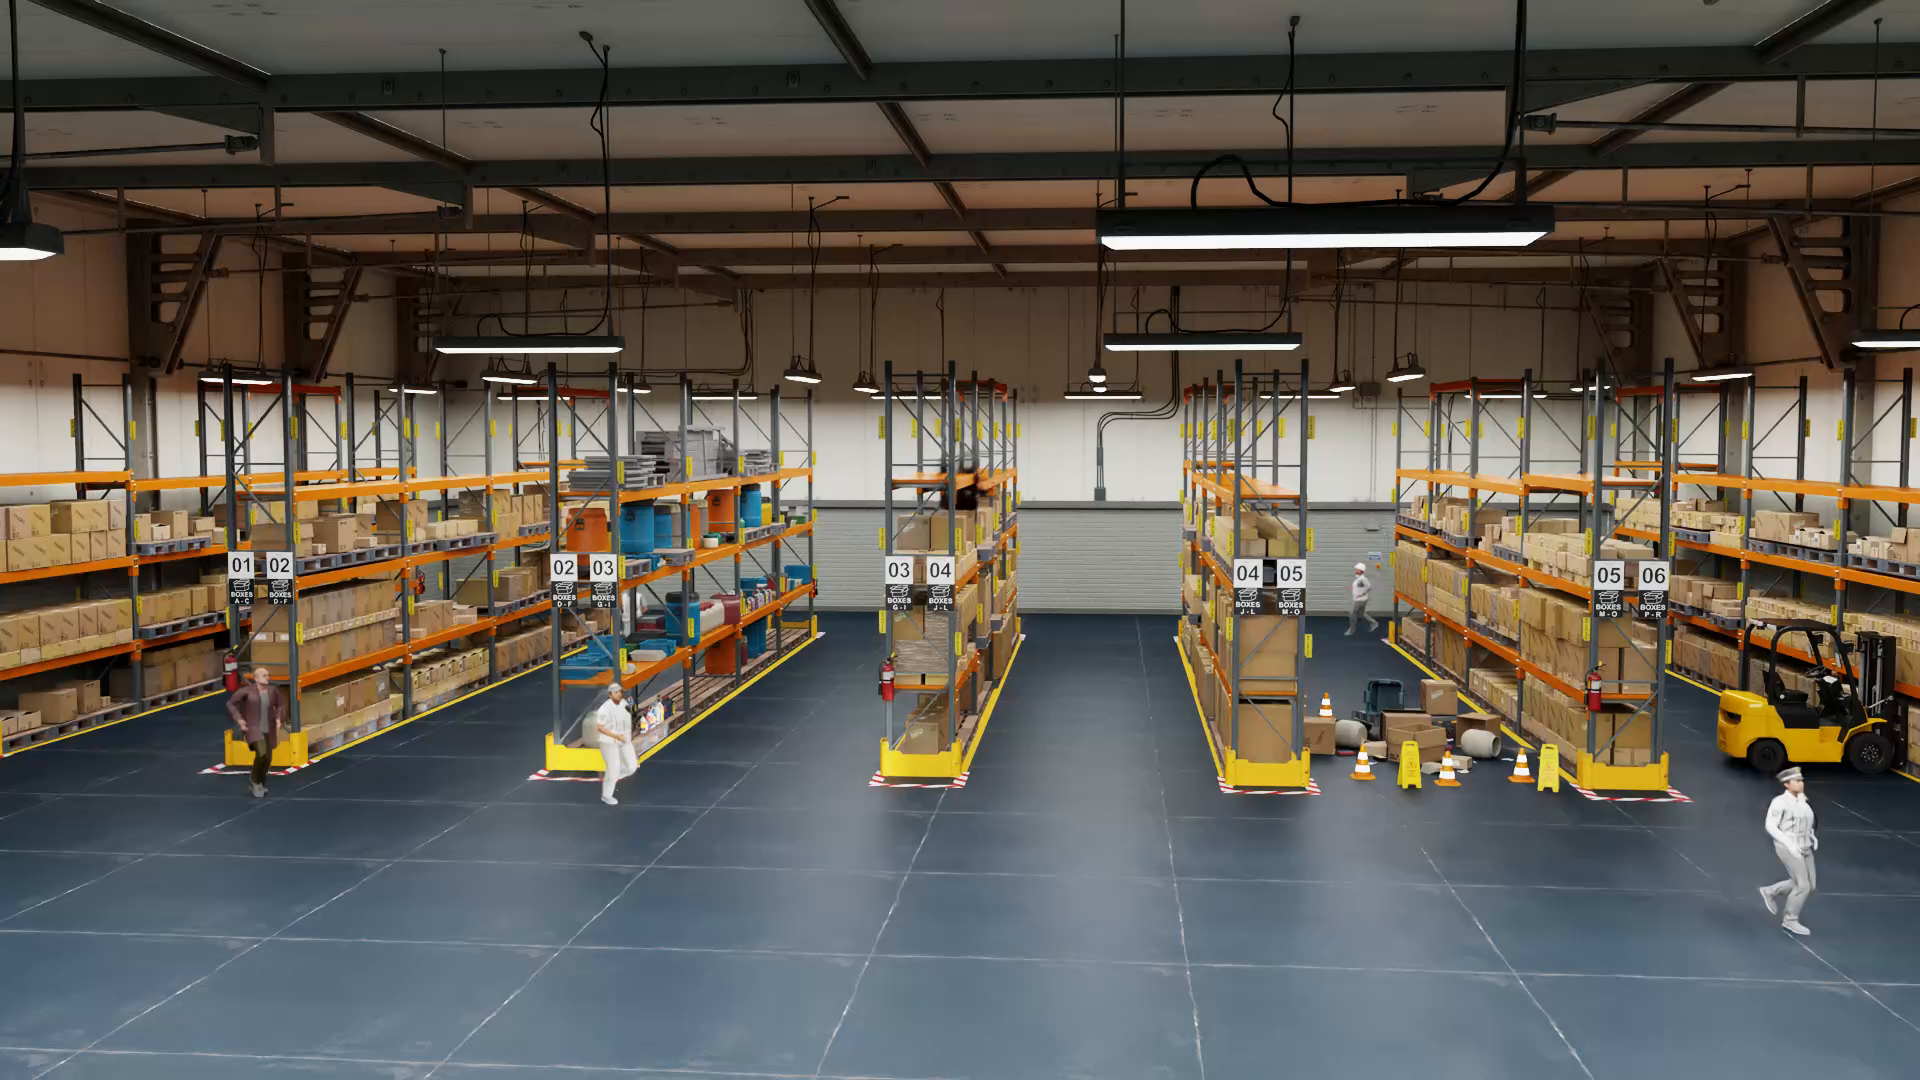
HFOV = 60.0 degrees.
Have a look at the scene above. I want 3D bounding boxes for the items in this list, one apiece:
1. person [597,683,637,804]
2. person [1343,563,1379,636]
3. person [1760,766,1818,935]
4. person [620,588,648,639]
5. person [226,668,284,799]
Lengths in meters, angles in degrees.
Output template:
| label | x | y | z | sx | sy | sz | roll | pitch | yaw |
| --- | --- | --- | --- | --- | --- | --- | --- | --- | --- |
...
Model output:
| label | x | y | z | sx | sy | sz | roll | pitch | yaw |
| --- | --- | --- | --- | --- | --- | --- | --- | --- | --- |
| person | -4.594 | 2.728 | 22.354 | 0.617 | 1.629 | 0.637 | 3 | 5 | 41 |
| person | 9.783 | 1.460 | 40.498 | 0.880 | 1.786 | 0.670 | 1 | 4 | 9 |
| person | 8.324 | 3.084 | 16.695 | 0.616 | 1.673 | 0.497 | -2 | 4 | -33 |
| person | -7.099 | 1.760 | 36.032 | 0.683 | 1.746 | 0.730 | 0 | 4 | -3 |
| person | -9.573 | 2.660 | 22.757 | 0.675 | 1.722 | 0.726 | 3 | 5 | 39 |
